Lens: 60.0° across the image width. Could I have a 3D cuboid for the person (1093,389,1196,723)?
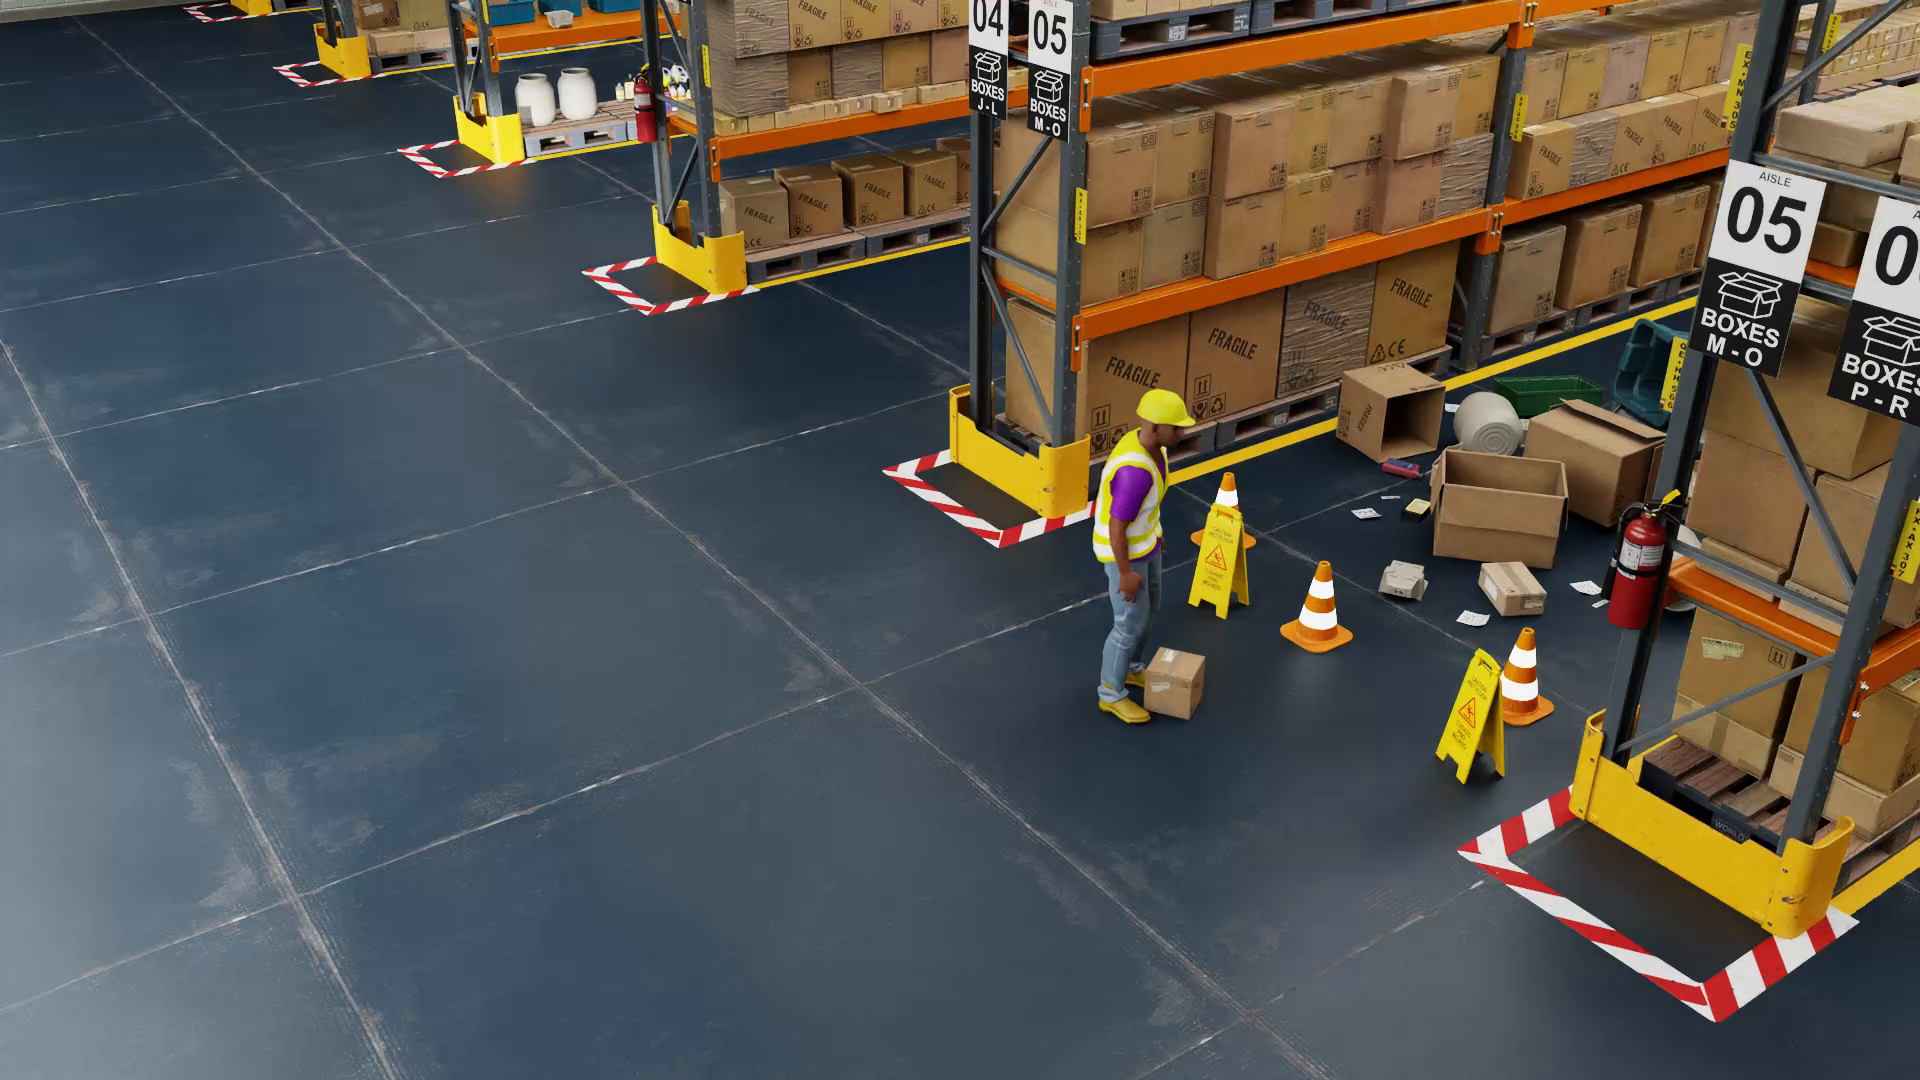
[{"bbox_3d":[0.921,0.049,8.516,0.461,1.759,0.631,10,30,19],"label":"person"}]
